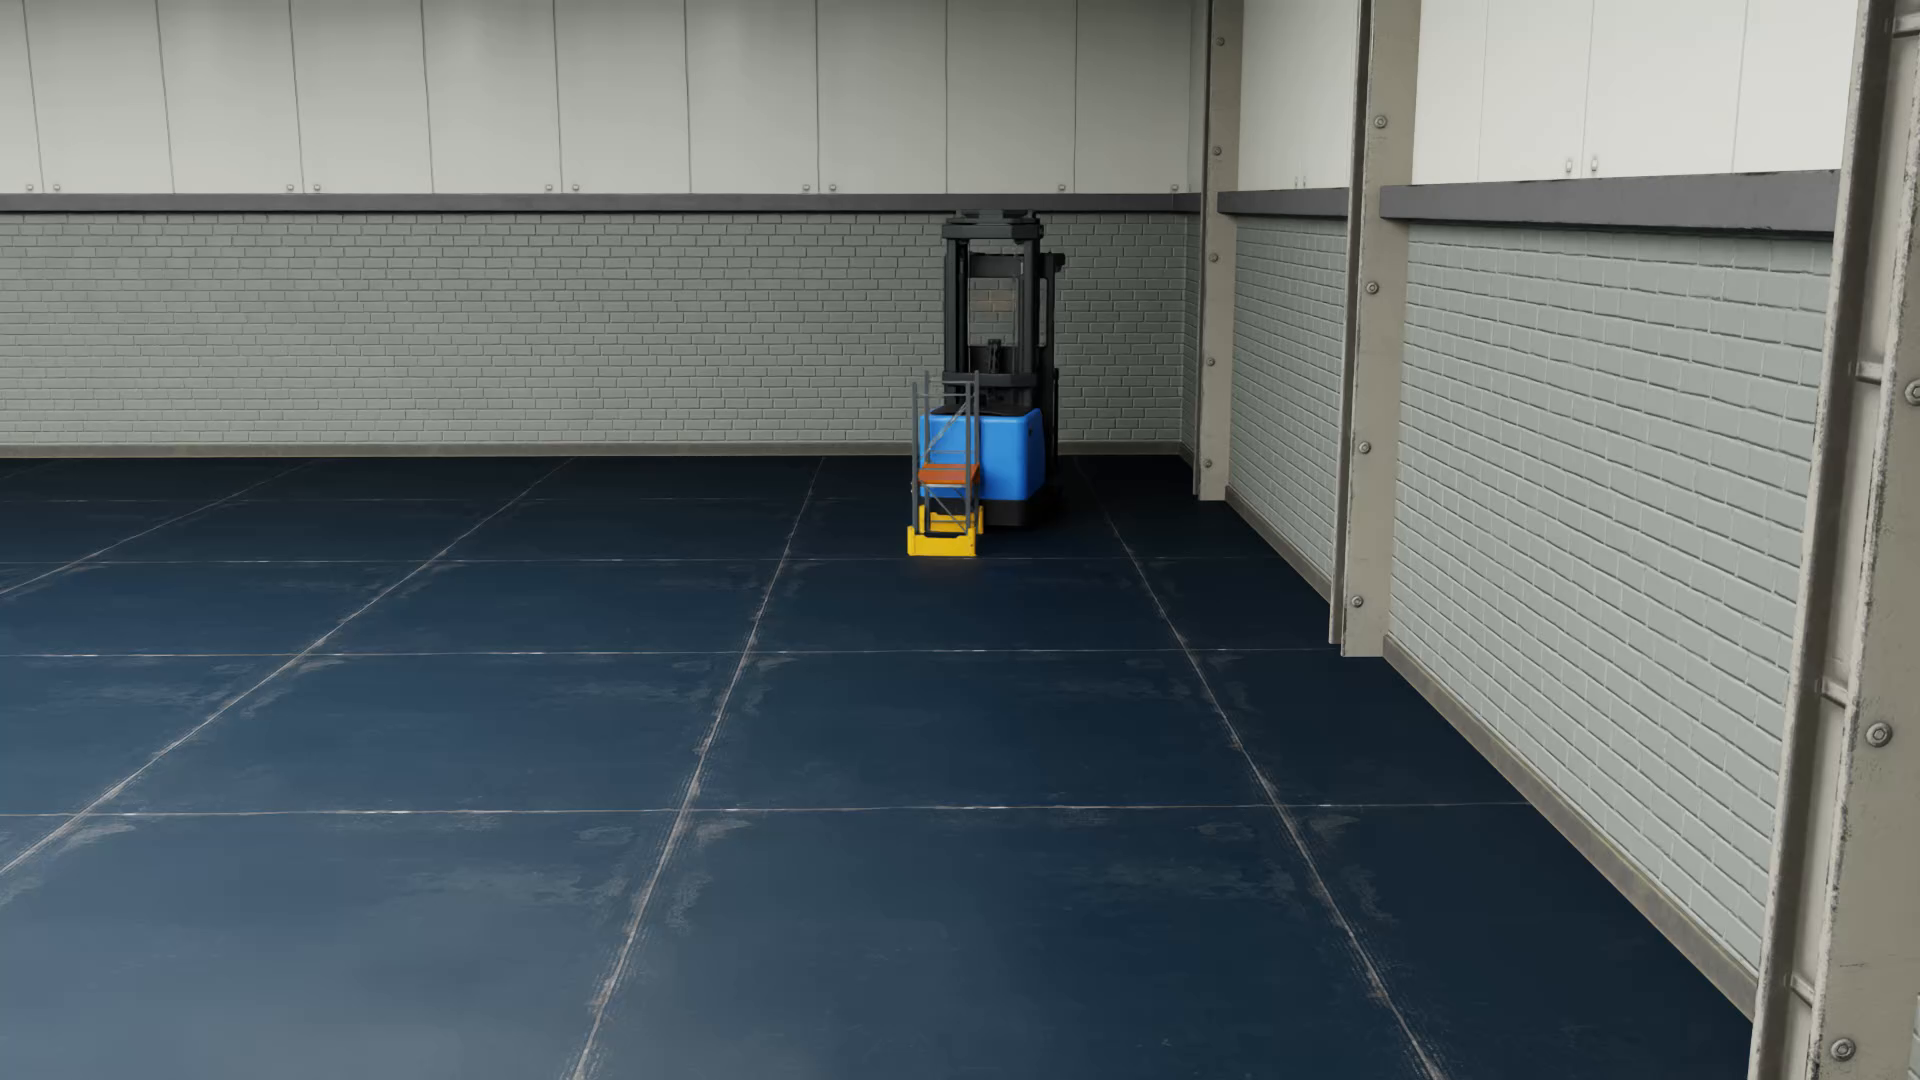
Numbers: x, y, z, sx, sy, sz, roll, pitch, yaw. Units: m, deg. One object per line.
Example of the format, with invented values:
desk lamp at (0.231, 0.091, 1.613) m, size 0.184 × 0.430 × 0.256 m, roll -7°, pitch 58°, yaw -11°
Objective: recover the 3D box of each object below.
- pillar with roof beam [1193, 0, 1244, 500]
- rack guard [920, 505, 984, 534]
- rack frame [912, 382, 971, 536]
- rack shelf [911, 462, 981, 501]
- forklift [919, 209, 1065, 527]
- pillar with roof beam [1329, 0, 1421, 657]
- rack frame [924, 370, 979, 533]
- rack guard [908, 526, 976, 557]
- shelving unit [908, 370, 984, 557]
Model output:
pillar with roof beam at (-1.704, -4.840, 16.284) m, size 9.100 × 9.000 × 0.400 m, roll 0°, pitch 11°, yaw -1°
rack guard at (-0.076, -0.187, 15.351) m, size 0.587 × 0.250 × 0.087 m, roll 1°, pitch 12°, yaw 5°
rack frame at (-0.157, -0.602, 14.252) m, size 0.500 × 1.500 × 0.032 m, roll 1°, pitch 12°, yaw 5°
rack shelf at (-0.116, -0.526, 14.785) m, size 0.538 × 0.185 × 1.000 m, roll 1°, pitch 12°, yaw 5°
forklift at (0.434, -1.804, 16.578) m, size 1.130 × 2.935 × 3.031 m, roll 3°, pitch 12°, yaw 12°
pillar with roof beam at (-1.580, -3.647, 10.405) m, size 9.100 × 9.000 × 0.400 m, roll 0°, pitch 11°, yaw -1°
rack frame at (-0.074, -0.803, 15.245) m, size 0.500 × 1.500 × 0.032 m, roll 1°, pitch 12°, yaw 5°
rack guard at (-0.157, 0.011, 14.378) m, size 0.587 × 0.250 × 0.087 m, roll 1°, pitch 12°, yaw 5°
shelving unit at (-0.117, -0.701, 14.740) m, size 0.587 × 1.500 × 1.083 m, roll 1°, pitch 12°, yaw 5°
